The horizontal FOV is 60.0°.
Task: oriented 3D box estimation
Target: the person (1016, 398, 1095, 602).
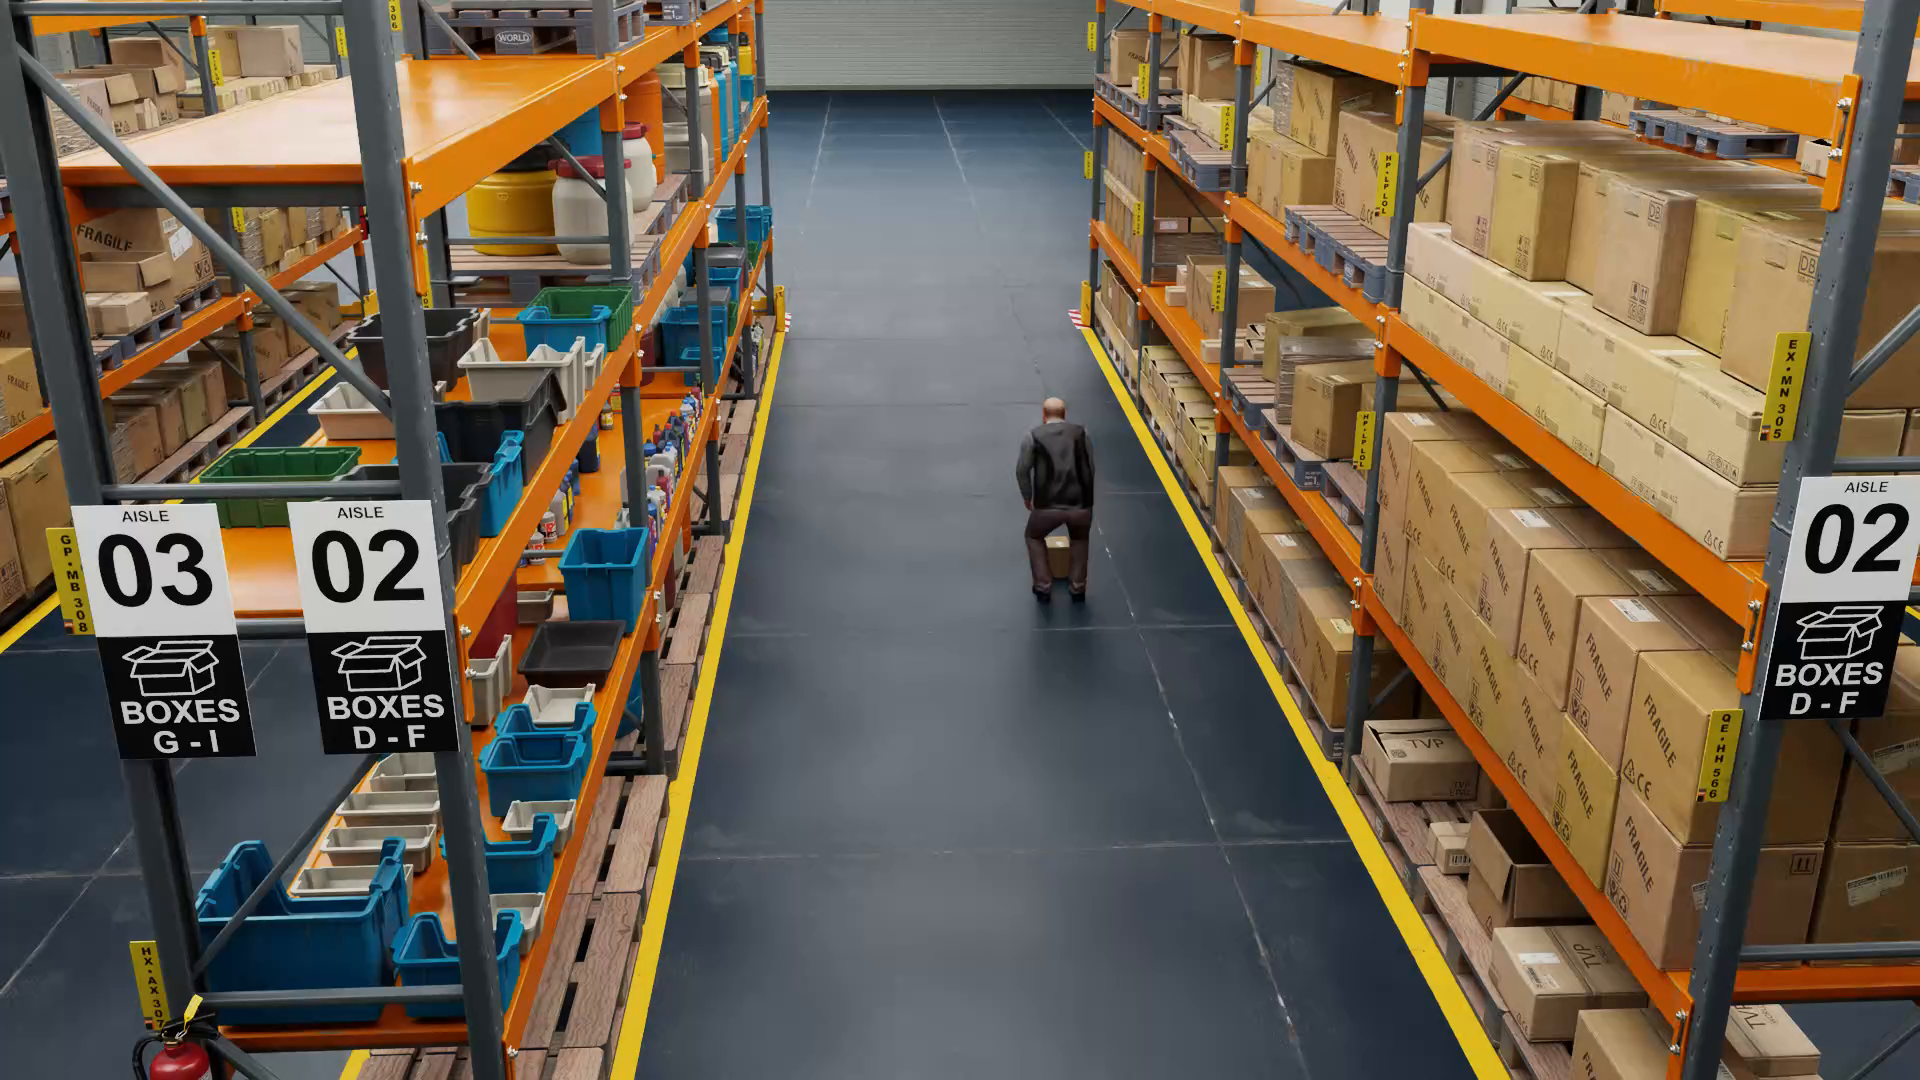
[{"bbox_3d":[0.708,-0.277,12.250,0.590,1.461,0.670,-1,20,-3],"label":"person"}]
